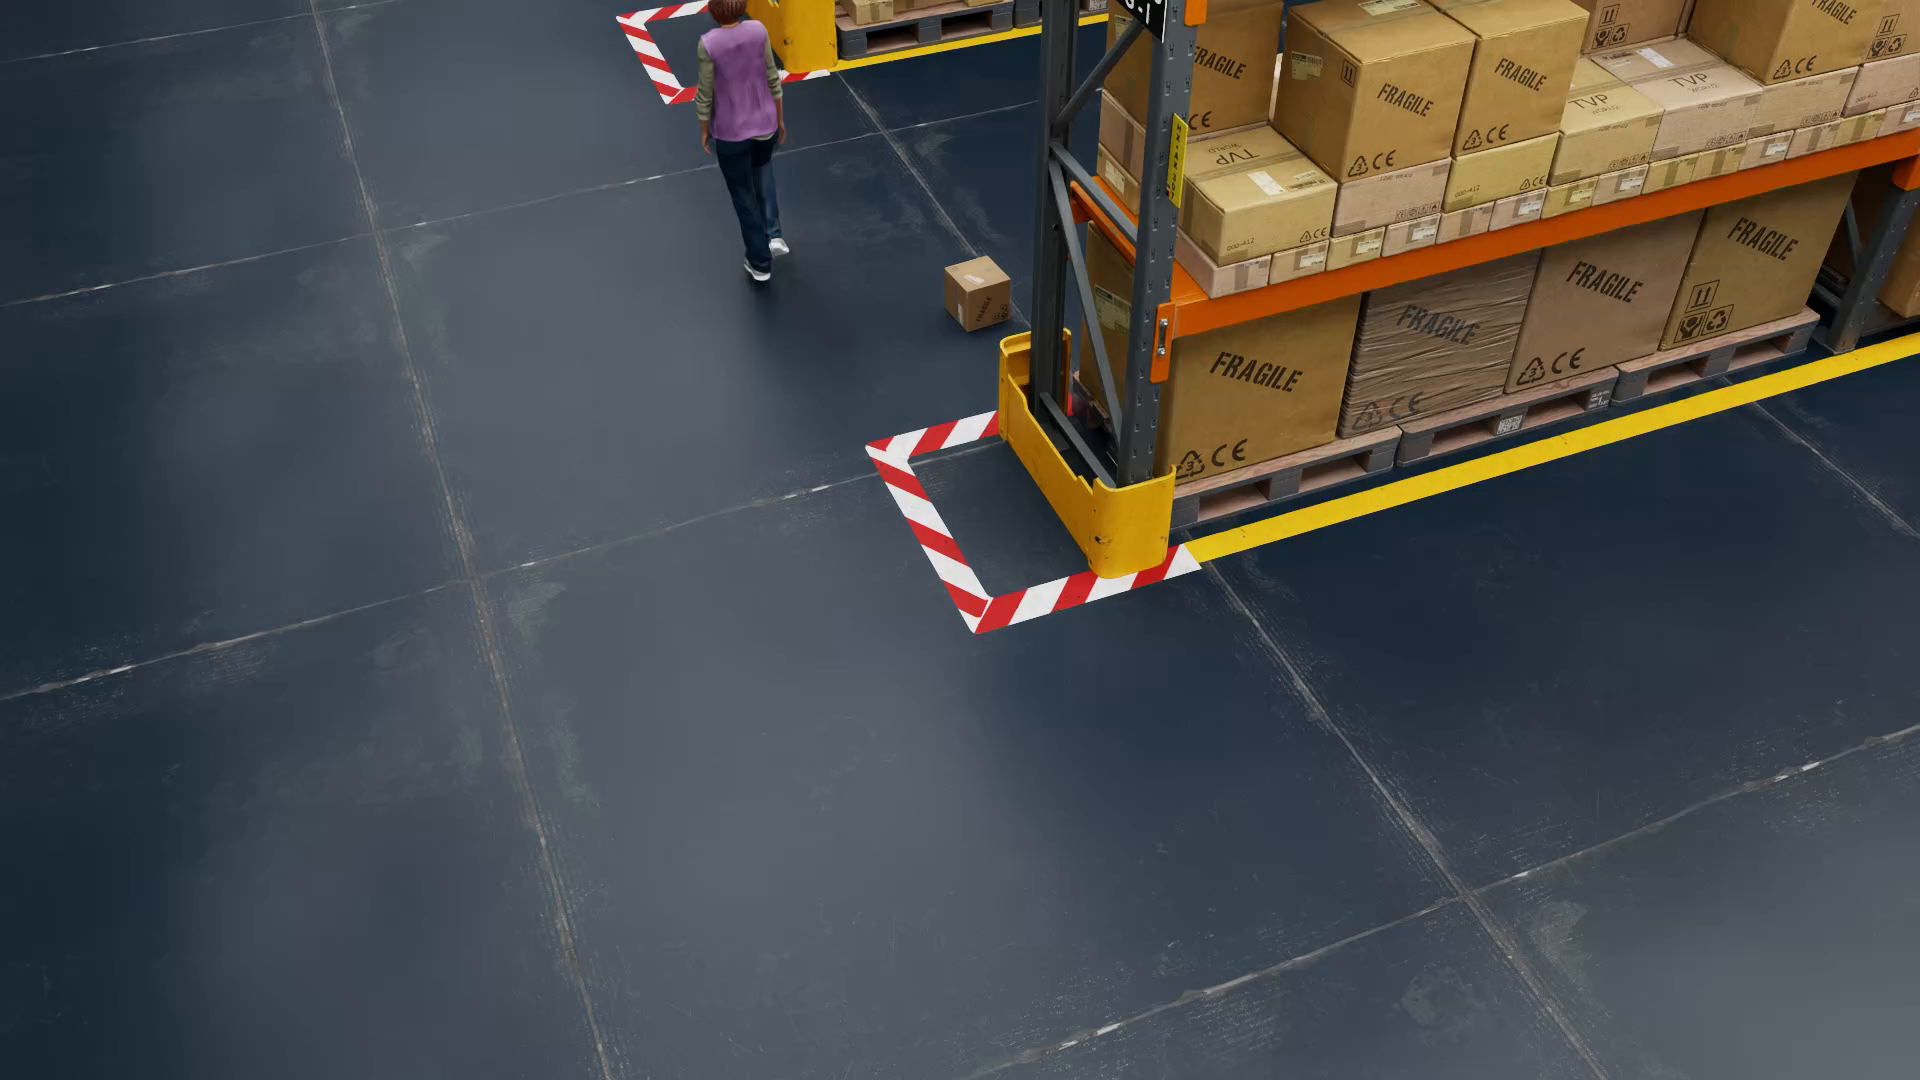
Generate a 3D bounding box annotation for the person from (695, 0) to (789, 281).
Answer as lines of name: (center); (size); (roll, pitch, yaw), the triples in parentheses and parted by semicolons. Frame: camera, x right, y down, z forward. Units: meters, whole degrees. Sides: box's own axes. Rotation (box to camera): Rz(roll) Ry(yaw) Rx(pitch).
person: (-1.100, -2.063, 8.405); (0.440, 1.608, 0.440); (-22, 47, -22)
